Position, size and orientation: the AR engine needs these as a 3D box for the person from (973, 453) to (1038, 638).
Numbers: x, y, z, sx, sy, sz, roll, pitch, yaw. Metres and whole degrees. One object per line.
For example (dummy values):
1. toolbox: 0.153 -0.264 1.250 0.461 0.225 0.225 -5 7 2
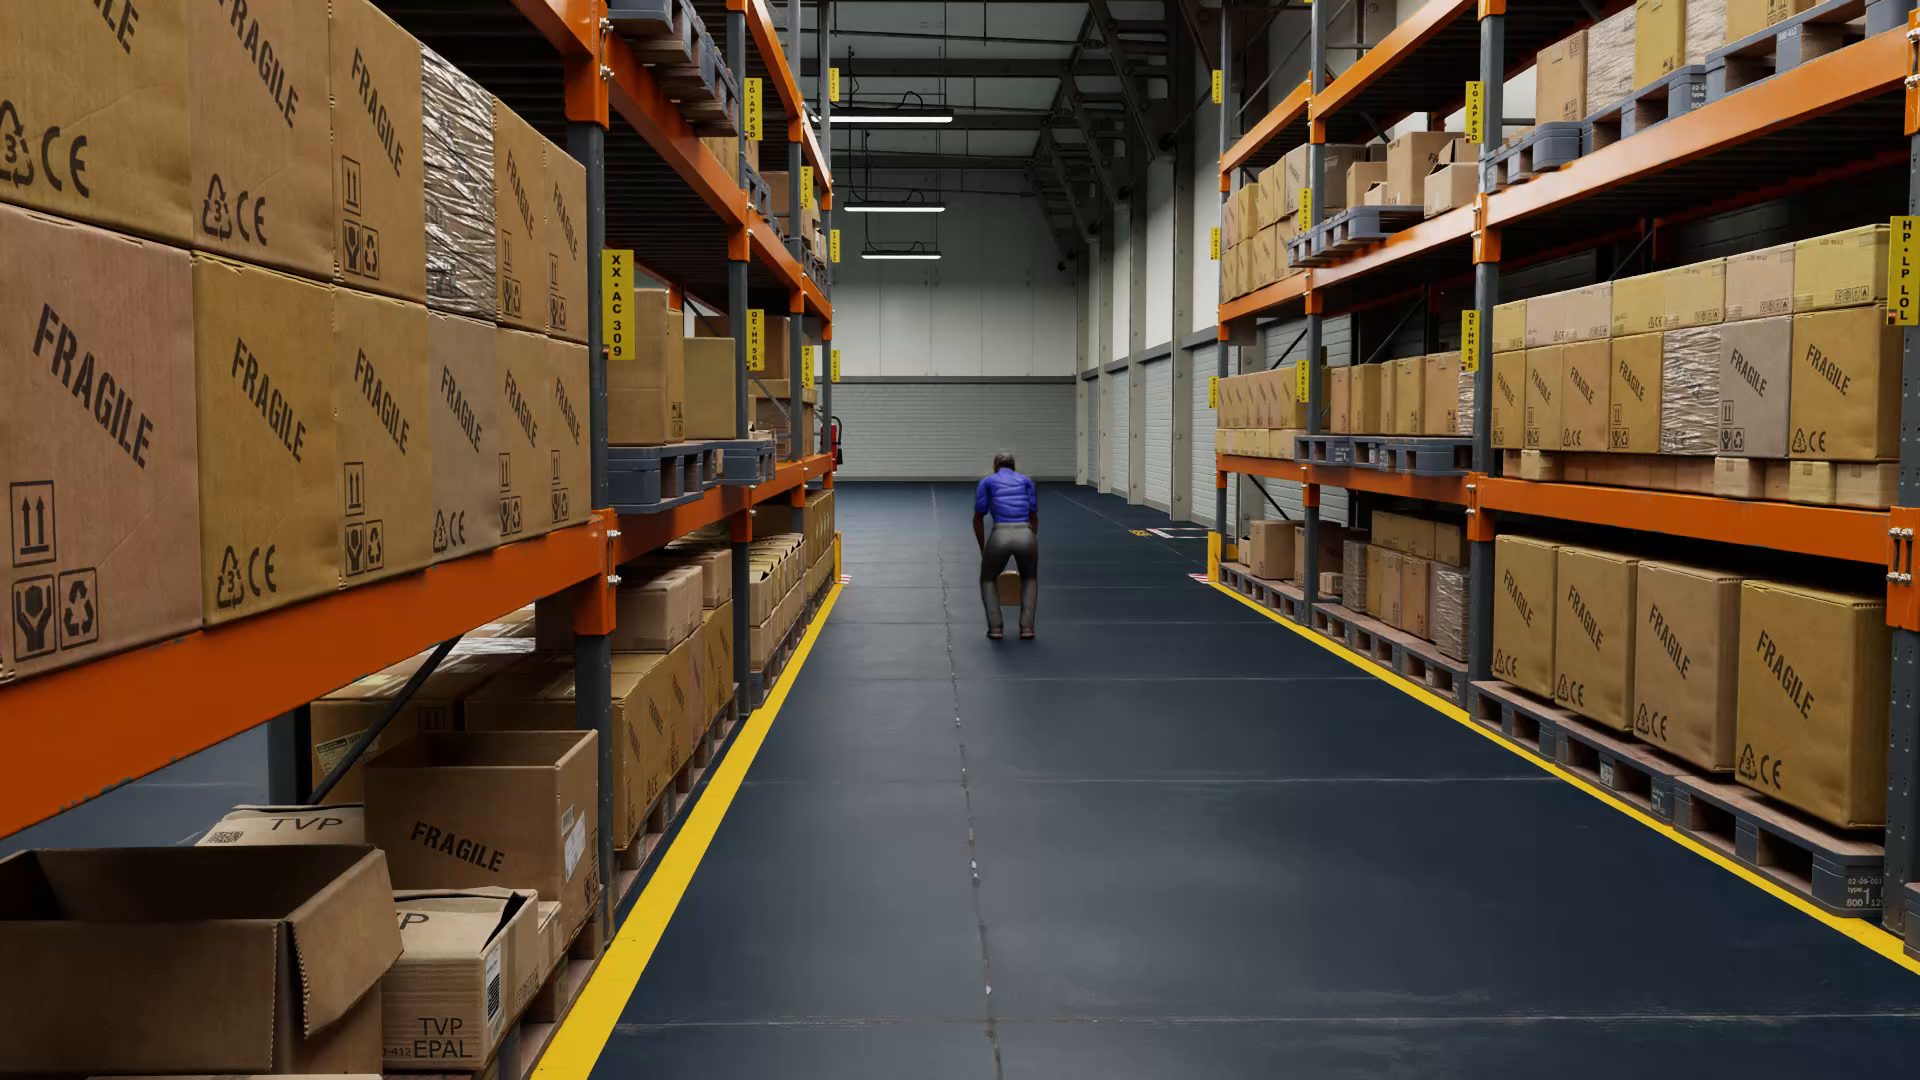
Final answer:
1. person: 0.346 0.042 12.487 0.495 1.390 0.616 0 4 -1
